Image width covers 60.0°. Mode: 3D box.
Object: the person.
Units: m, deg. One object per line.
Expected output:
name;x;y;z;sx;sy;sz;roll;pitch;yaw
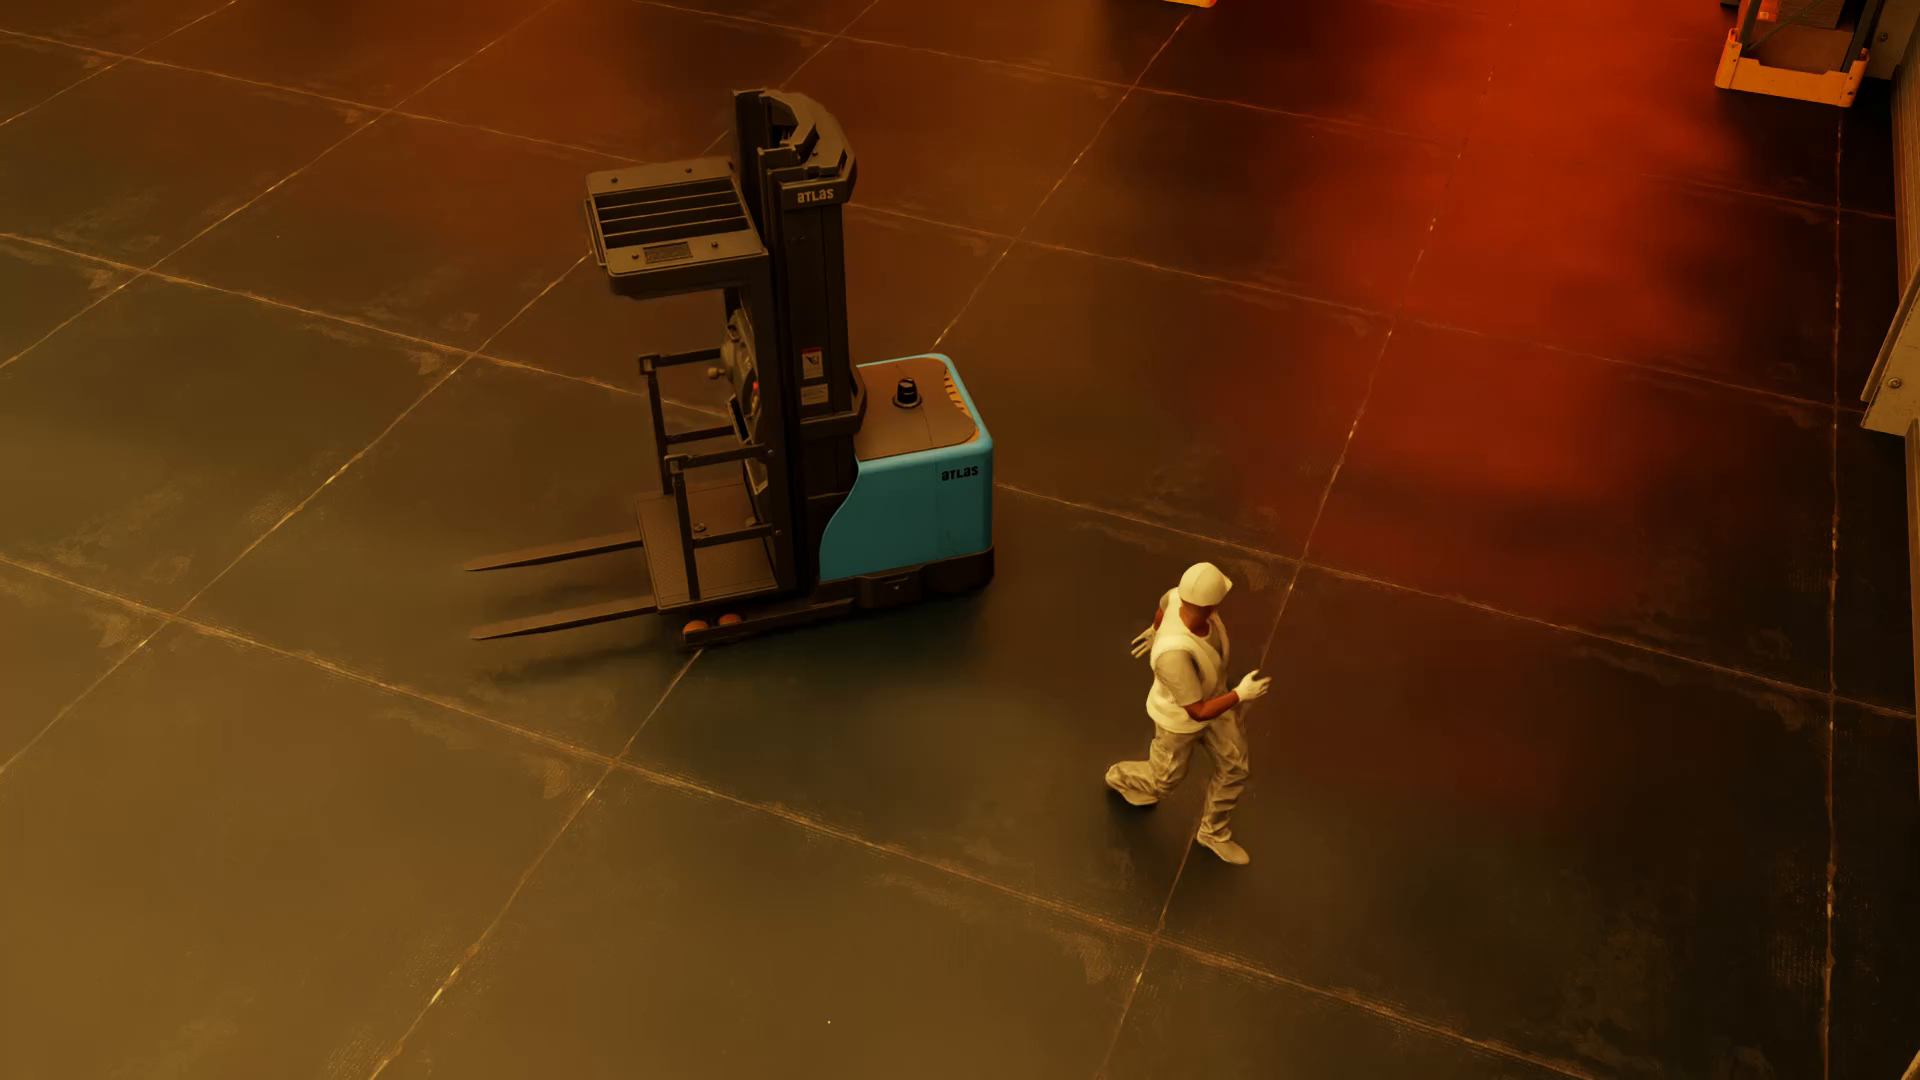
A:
person;1.104;0.792;8.052;0.944;1.698;0.583;28;48;29

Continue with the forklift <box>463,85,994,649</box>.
forklift;-1.373;-0.878;9.055;3.031;2.935;1.130;-11;41;-12
